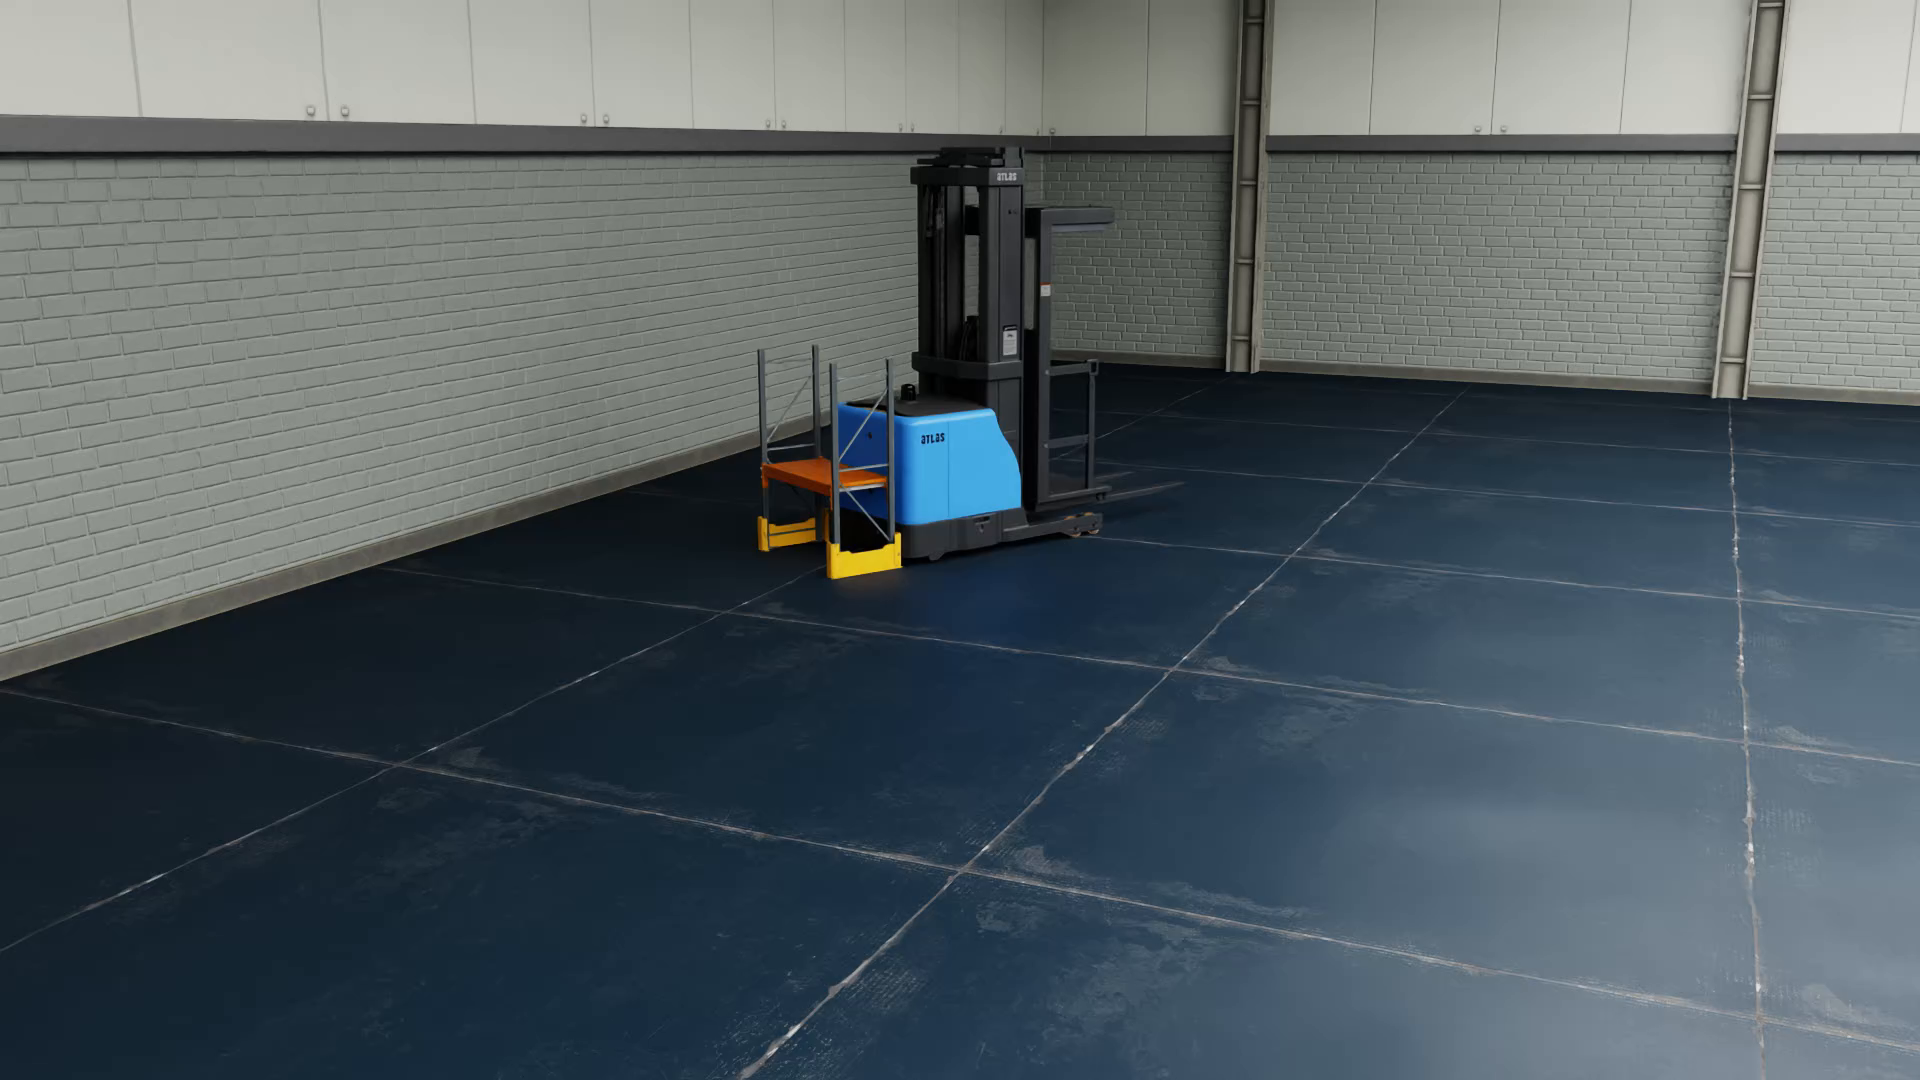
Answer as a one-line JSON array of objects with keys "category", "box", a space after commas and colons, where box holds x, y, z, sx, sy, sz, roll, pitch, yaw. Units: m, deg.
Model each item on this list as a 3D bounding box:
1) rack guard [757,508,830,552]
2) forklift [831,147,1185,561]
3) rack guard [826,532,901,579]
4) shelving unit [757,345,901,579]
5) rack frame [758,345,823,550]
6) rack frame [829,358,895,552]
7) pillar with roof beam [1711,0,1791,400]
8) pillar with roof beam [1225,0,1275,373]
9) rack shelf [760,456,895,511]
[{"category": "rack guard", "box": [-1.252, -0.079, 12.544, 0.587, 0.250, 0.087, -9, 16, -34]}, {"category": "forklift", "box": [0.486, -1.528, 12.850, 3.031, 2.935, 1.130, -10, 17, -38]}, {"category": "rack guard", "box": [-0.677, 0.107, 11.752, 0.587, 0.250, 0.087, -9, 16, -34]}, {"category": "shelving unit", "box": [-0.964, -0.594, 12.005, 0.587, 1.500, 1.083, -9, 16, -34]}, {"category": "rack frame", "box": [-1.263, -0.691, 12.416, 0.500, 1.500, 0.032, -9, 16, -34]}, {"category": "rack frame", "box": [-0.676, -0.501, 11.608, 0.500, 1.500, 0.032, -9, 16, -34]}, {"category": "pillar with roof beam", "box": [7.563, -5.211, 15.265, 0.400, 9.000, 9.100, 6, 14, 23]}, {"category": "pillar with roof beam", "box": [2.077, -5.767, 17.631, 0.400, 9.000, 9.100, 6, 14, 23]}, {"category": "rack shelf", "box": [-0.970, -0.421, 12.054, 0.538, 0.185, 1.000, -9, 16, -34]}]
